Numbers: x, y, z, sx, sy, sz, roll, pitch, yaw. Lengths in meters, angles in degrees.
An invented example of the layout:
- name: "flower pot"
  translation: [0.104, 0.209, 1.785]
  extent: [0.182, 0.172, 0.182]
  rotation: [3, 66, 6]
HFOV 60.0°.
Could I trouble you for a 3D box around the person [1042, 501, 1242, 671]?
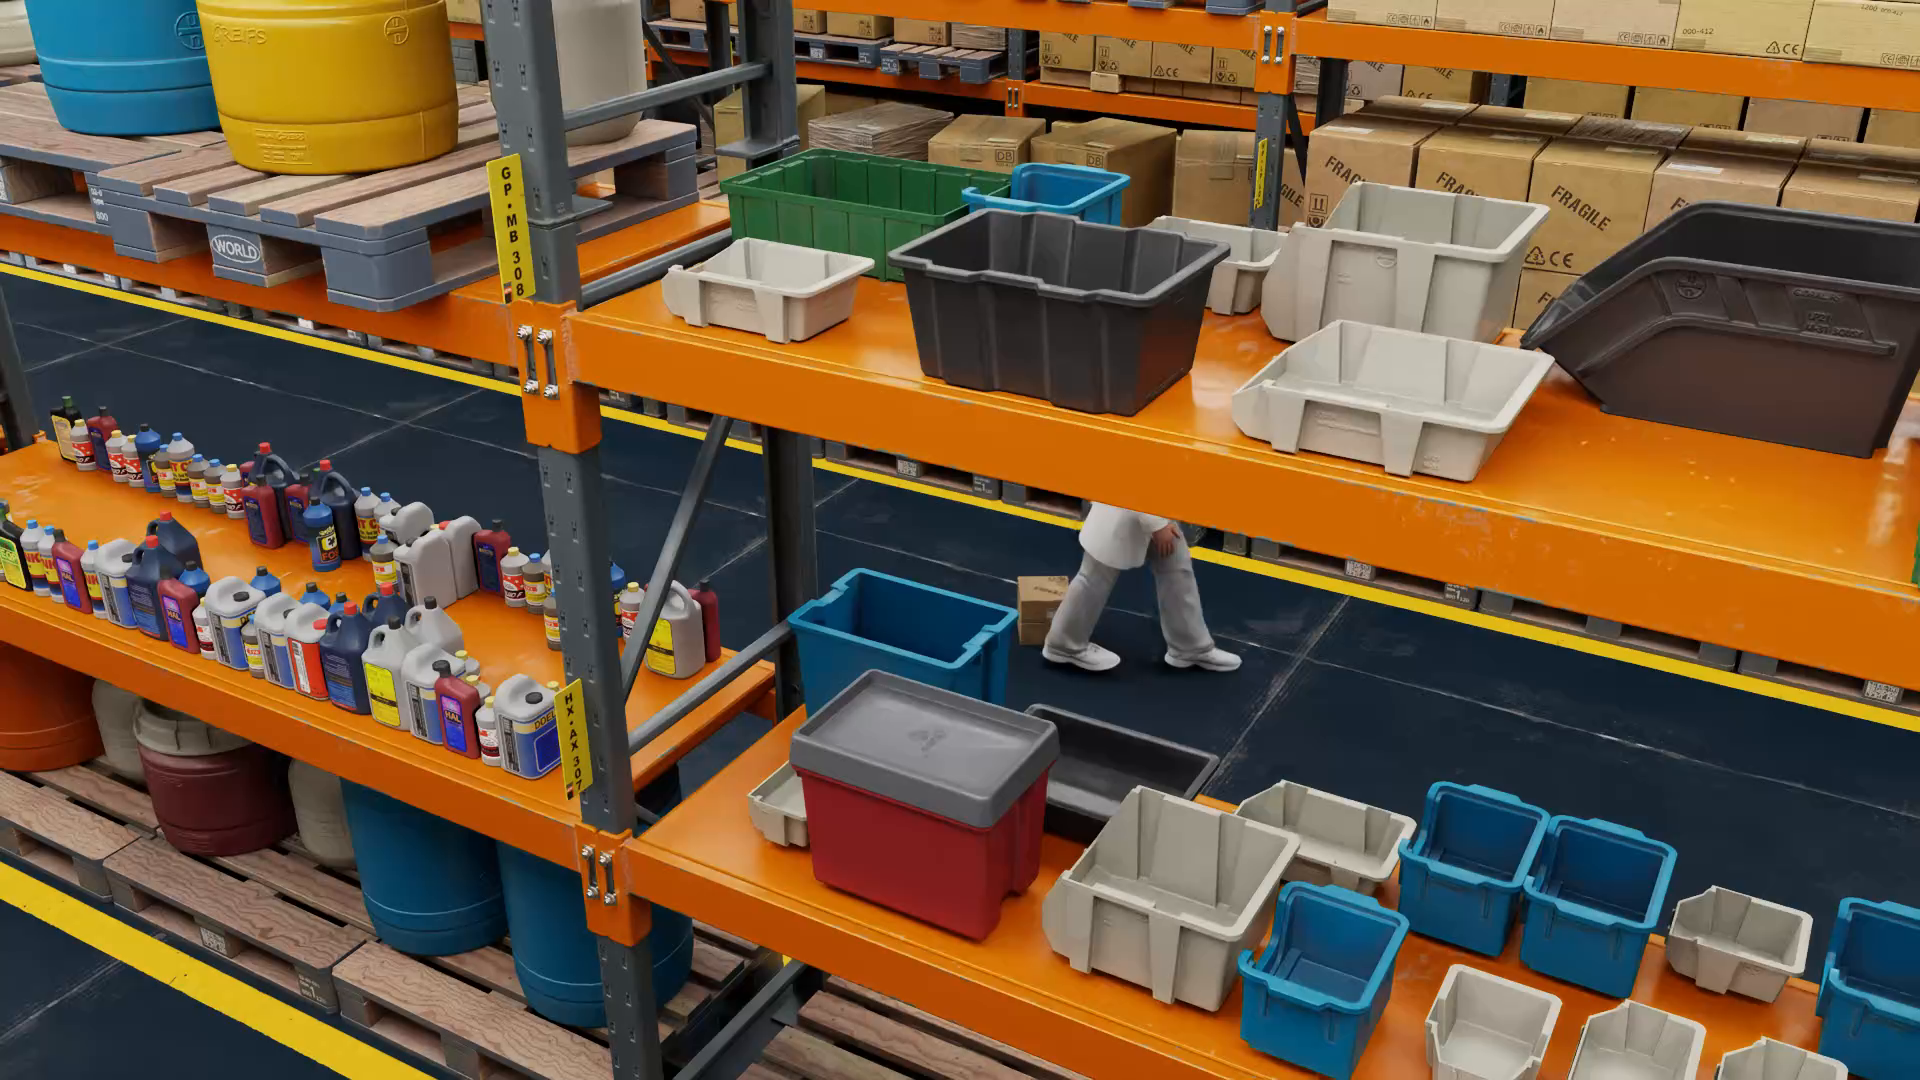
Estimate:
- name: "person"
  translation: [0.831, -0.153, 7.432]
  extent: [0.915, 1.760, 0.590]
  rotation: [8, 27, 16]
